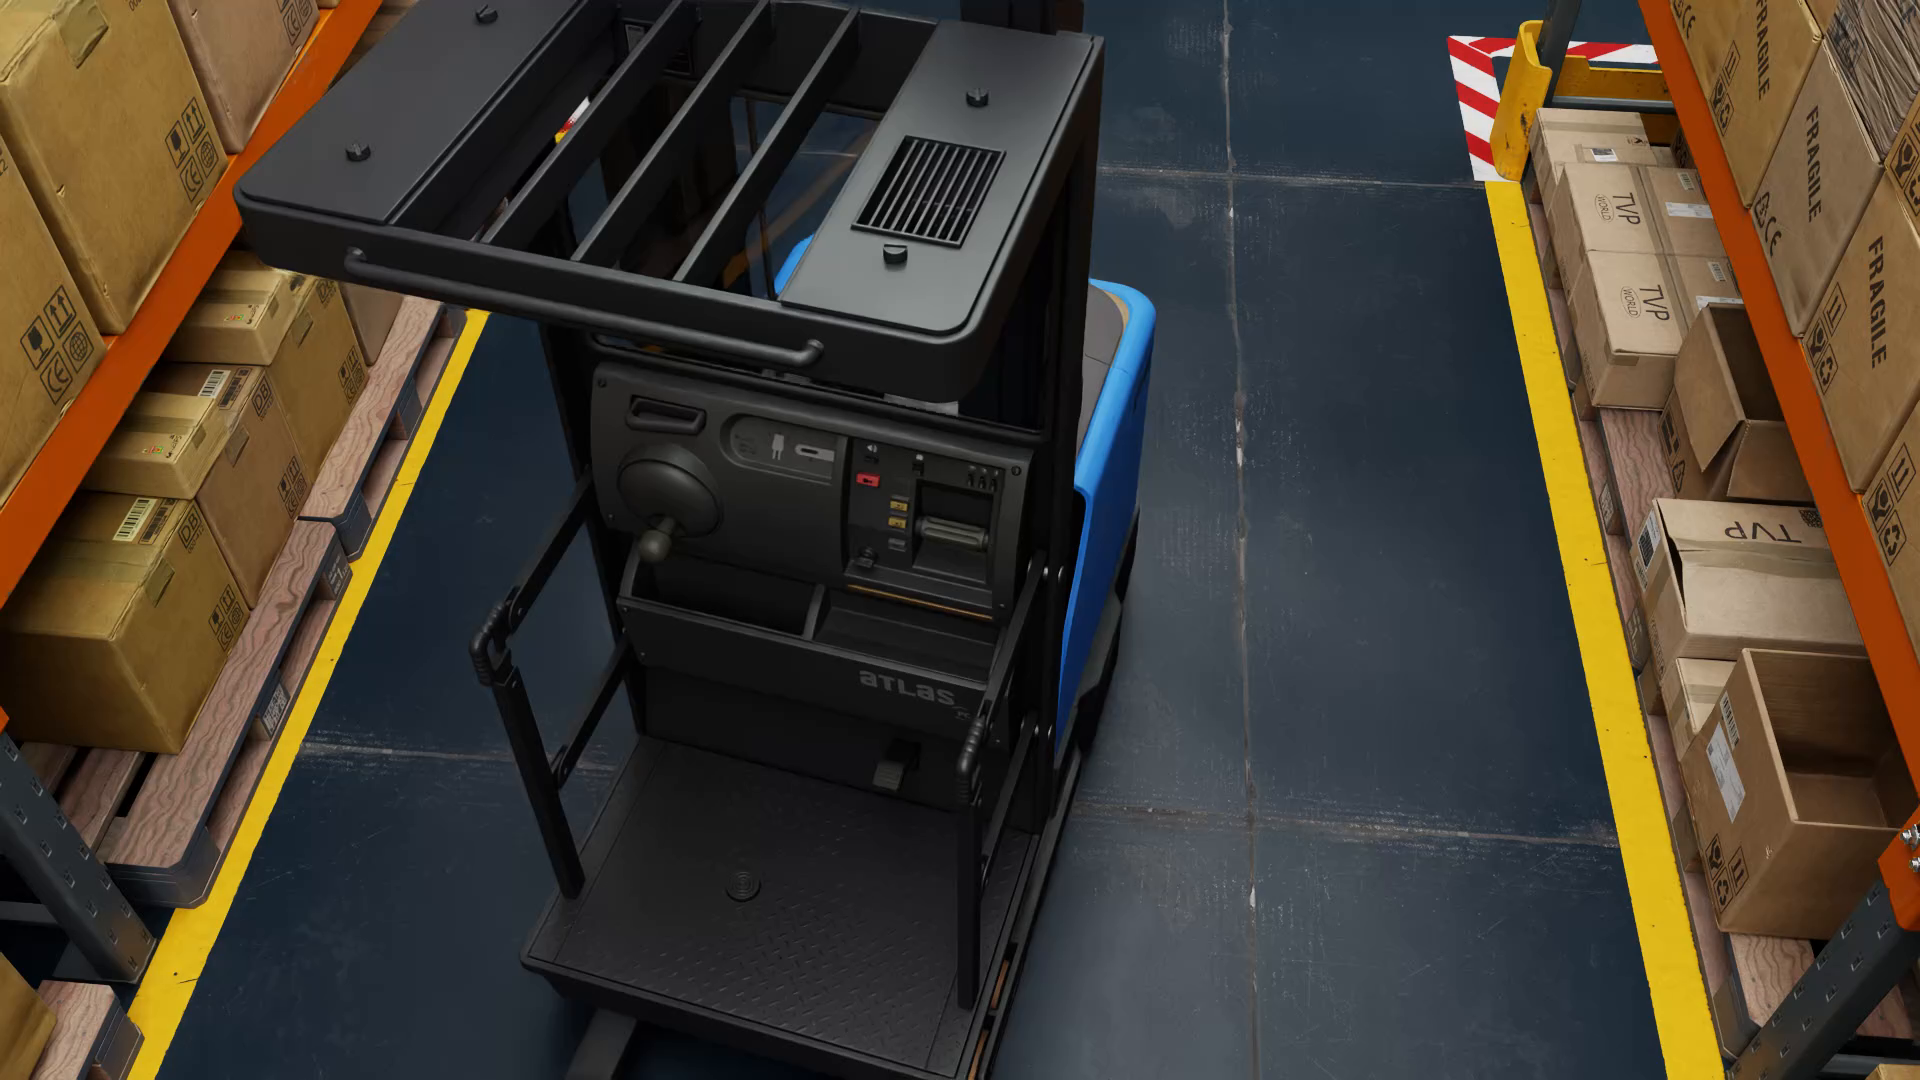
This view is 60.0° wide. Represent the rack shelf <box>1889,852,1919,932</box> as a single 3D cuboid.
[{"bbox_3d":[2.176,2.082,1.801,1.077,0.370,4.000,4,48,4],"label":"rack shelf"}]

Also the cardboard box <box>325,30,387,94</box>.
[{"bbox_3d":[-2.028,-1.602,5.652,0.380,0.149,0.250,5,48,5],"label":"cardboard box"}]

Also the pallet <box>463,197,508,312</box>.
[{"bbox_3d":[-2.206,-1.366,6.357,1.003,0.211,1.213,4,48,4],"label":"pallet"}]

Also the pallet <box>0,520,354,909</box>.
[{"bbox_3d":[-2.428,0.427,4.717,1.003,0.211,1.213,4,48,4],"label":"pallet"}]

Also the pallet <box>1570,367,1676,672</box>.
[{"bbox_3d":[2.530,-0.093,5.192,1.003,0.211,1.213,4,48,4],"label":"pallet"}]

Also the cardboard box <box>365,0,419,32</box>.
[{"bbox_3d":[-2.005,-1.790,5.824,0.380,0.149,0.250,3,48,3],"label":"cardboard box"}]

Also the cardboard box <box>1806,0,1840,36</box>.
[{"bbox_3d":[2.284,-1.508,3.851,0.500,0.500,0.500,3,48,3],"label":"cardboard box"}]

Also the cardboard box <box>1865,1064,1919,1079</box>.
[{"bbox_3d":[2.071,1.404,3.329,0.500,0.500,0.500,2,48,2],"label":"cardboard box"}]

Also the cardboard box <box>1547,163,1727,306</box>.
[{"bbox_3d":[2.345,-1.043,5.736,0.500,0.250,0.500,4,48,4],"label":"cardboard box"}]

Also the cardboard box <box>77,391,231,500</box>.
[{"bbox_3d":[-2.192,-0.260,4.425,0.380,0.149,0.250,5,48,5],"label":"cardboard box"}]

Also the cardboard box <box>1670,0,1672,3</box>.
[{"bbox_3d":[2.378,-1.916,4.902,0.500,0.500,0.500,3,48,3],"label":"cardboard box"}]

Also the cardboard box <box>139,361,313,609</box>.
[{"bbox_3d":[-2.356,-0.171,4.783,0.700,0.500,0.500,3,48,3],"label":"cardboard box"}]

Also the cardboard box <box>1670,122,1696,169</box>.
[{"bbox_3d":[2.918,-1.459,5.947,0.500,0.500,0.500,4,48,4],"label":"cardboard box"}]

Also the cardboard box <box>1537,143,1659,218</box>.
[{"bbox_3d":[2.319,-1.294,6.023,0.380,0.166,0.250,4,48,4],"label":"cardboard box"}]

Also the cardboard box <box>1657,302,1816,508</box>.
[{"bbox_3d":[2.524,-0.317,4.901,0.797,0.503,0.637,4,48,4],"label":"cardboard box"}]

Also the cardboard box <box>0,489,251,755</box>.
[{"bbox_3d":[-2.405,0.198,4.445,0.700,0.500,0.500,4,48,4],"label":"cardboard box"}]

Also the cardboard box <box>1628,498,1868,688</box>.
[{"bbox_3d":[2.196,0.139,4.614,0.500,0.311,0.500,4,48,4],"label":"cardboard box"}]

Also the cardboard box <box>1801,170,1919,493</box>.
[{"bbox_3d":[2.194,-0.428,3.541,0.500,0.500,0.500,5,48,5],"label":"cardboard box"}]

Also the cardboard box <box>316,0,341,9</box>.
[{"bbox_3d":[-2.302,-2.091,4.926,0.980,0.700,0.700,4,48,3],"label":"cardboard box"}]

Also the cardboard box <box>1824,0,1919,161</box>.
[{"bbox_3d":[2.236,-1.138,3.512,0.500,0.500,0.500,4,48,4],"label":"cardboard box"}]

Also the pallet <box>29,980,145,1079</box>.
[{"bbox_3d":[-2.571,1.552,3.687,1.003,0.211,1.213,4,48,4],"label":"pallet"}]

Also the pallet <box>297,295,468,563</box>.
[{"bbox_3d":[-2.319,-0.472,5.539,1.003,0.211,1.213,4,48,4],"label":"pallet"}]

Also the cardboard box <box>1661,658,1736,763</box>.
[{"bbox_3d":[2.102,0.466,4.425,0.380,0.149,0.250,4,48,4],"label":"cardboard box"}]

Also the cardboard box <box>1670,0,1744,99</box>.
[{"bbox_3d":[2.329,-1.547,4.565,0.500,0.500,0.500,4,48,3],"label":"cardboard box"}]

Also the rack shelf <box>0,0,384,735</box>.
[{"bbox_3d":[-2.393,-1.188,4.791,1.077,0.370,4.000,4,48,4],"label":"rack shelf"}]

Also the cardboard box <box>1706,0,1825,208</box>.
[{"bbox_3d":[2.282,-1.180,4.229,0.500,0.500,0.500,4,48,4],"label":"cardboard box"}]

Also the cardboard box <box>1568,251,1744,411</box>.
[{"bbox_3d":[2.299,-0.675,5.400,0.500,0.250,0.500,4,48,4],"label":"cardboard box"}]

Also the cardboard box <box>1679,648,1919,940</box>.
[{"bbox_3d":[2.128,0.627,4.040,0.500,0.500,0.500,4,48,4],"label":"cardboard box"}]

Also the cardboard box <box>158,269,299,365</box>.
[{"bbox_3d":[-2.145,-0.644,4.776,0.380,0.149,0.250,3,48,2],"label":"cardboard box"}]

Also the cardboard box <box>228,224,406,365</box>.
[{"bbox_3d":[-2.266,-0.940,5.486,0.700,0.500,0.500,2,48,2],"label":"cardboard box"}]

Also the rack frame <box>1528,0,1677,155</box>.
[{"bbox_3d":[2.723,-2.570,5.568,1.000,3.000,0.127,4,48,4],"label":"rack frame"}]

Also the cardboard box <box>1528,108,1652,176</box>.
[{"bbox_3d":[2.342,-1.472,6.197,0.380,0.149,0.250,4,48,4],"label":"cardboard box"}]

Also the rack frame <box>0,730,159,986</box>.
[{"bbox_3d":[-2.575,0.039,3.182,1.000,3.000,0.127,4,48,4],"label":"rack frame"}]

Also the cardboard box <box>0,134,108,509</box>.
[{"bbox_3d":[-2.510,-0.460,3.434,0.980,0.700,0.700,5,48,4],"label":"cardboard box"}]

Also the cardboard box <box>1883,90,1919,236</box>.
[{"bbox_3d":[2.190,-0.767,3.174,0.500,0.500,0.500,3,48,3],"label":"cardboard box"}]

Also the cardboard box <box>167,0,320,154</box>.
[{"bbox_3d":[-2.381,-1.531,4.414,0.980,0.700,0.700,2,48,2],"label":"cardboard box"}]

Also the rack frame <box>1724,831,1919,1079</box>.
[{"bbox_3d":[2.358,0.369,2.879,1.000,3.000,0.127,4,48,4],"label":"rack frame"}]

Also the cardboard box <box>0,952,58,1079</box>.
[{"bbox_3d":[-2.505,1.109,3.375,0.750,0.750,0.750,4,48,4],"label":"cardboard box"}]

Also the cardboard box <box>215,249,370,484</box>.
[{"bbox_3d":[-2.307,-0.548,5.128,0.700,0.500,0.500,5,48,4],"label":"cardboard box"}]

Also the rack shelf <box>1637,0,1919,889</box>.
[{"bbox_3d":[2.540,-0.858,4.489,1.077,0.370,4.000,4,48,4],"label":"rack shelf"}]

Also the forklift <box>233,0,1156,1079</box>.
[{"bbox_3d":[-0.378,0.010,3.255,1.130,2.935,3.031,13,49,11],"label":"forklift"}]

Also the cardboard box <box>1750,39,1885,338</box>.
[{"bbox_3d":[2.238,-0.806,3.886,0.500,0.500,0.500,5,48,4],"label":"cardboard box"}]

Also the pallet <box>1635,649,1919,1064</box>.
[{"bbox_3d":[2.422,0.806,4.370,1.003,0.211,1.213,4,48,4],"label":"pallet"}]

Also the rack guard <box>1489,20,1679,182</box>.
[{"bbox_3d":[2.716,-1.670,6.439,1.175,0.500,0.348,4,48,4],"label":"rack guard"}]

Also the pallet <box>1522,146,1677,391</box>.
[{"bbox_3d":[2.644,-0.987,6.010,1.003,0.211,1.213,4,48,4],"label":"pallet"}]

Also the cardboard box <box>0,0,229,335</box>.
[{"bbox_3d":[-2.438,-0.996,3.925,0.980,0.700,0.700,3,48,3],"label":"cardboard box"}]

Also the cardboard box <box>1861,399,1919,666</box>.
[{"bbox_3d":[2.148,-0.049,3.194,0.500,0.500,0.500,5,48,4],"label":"cardboard box"}]
